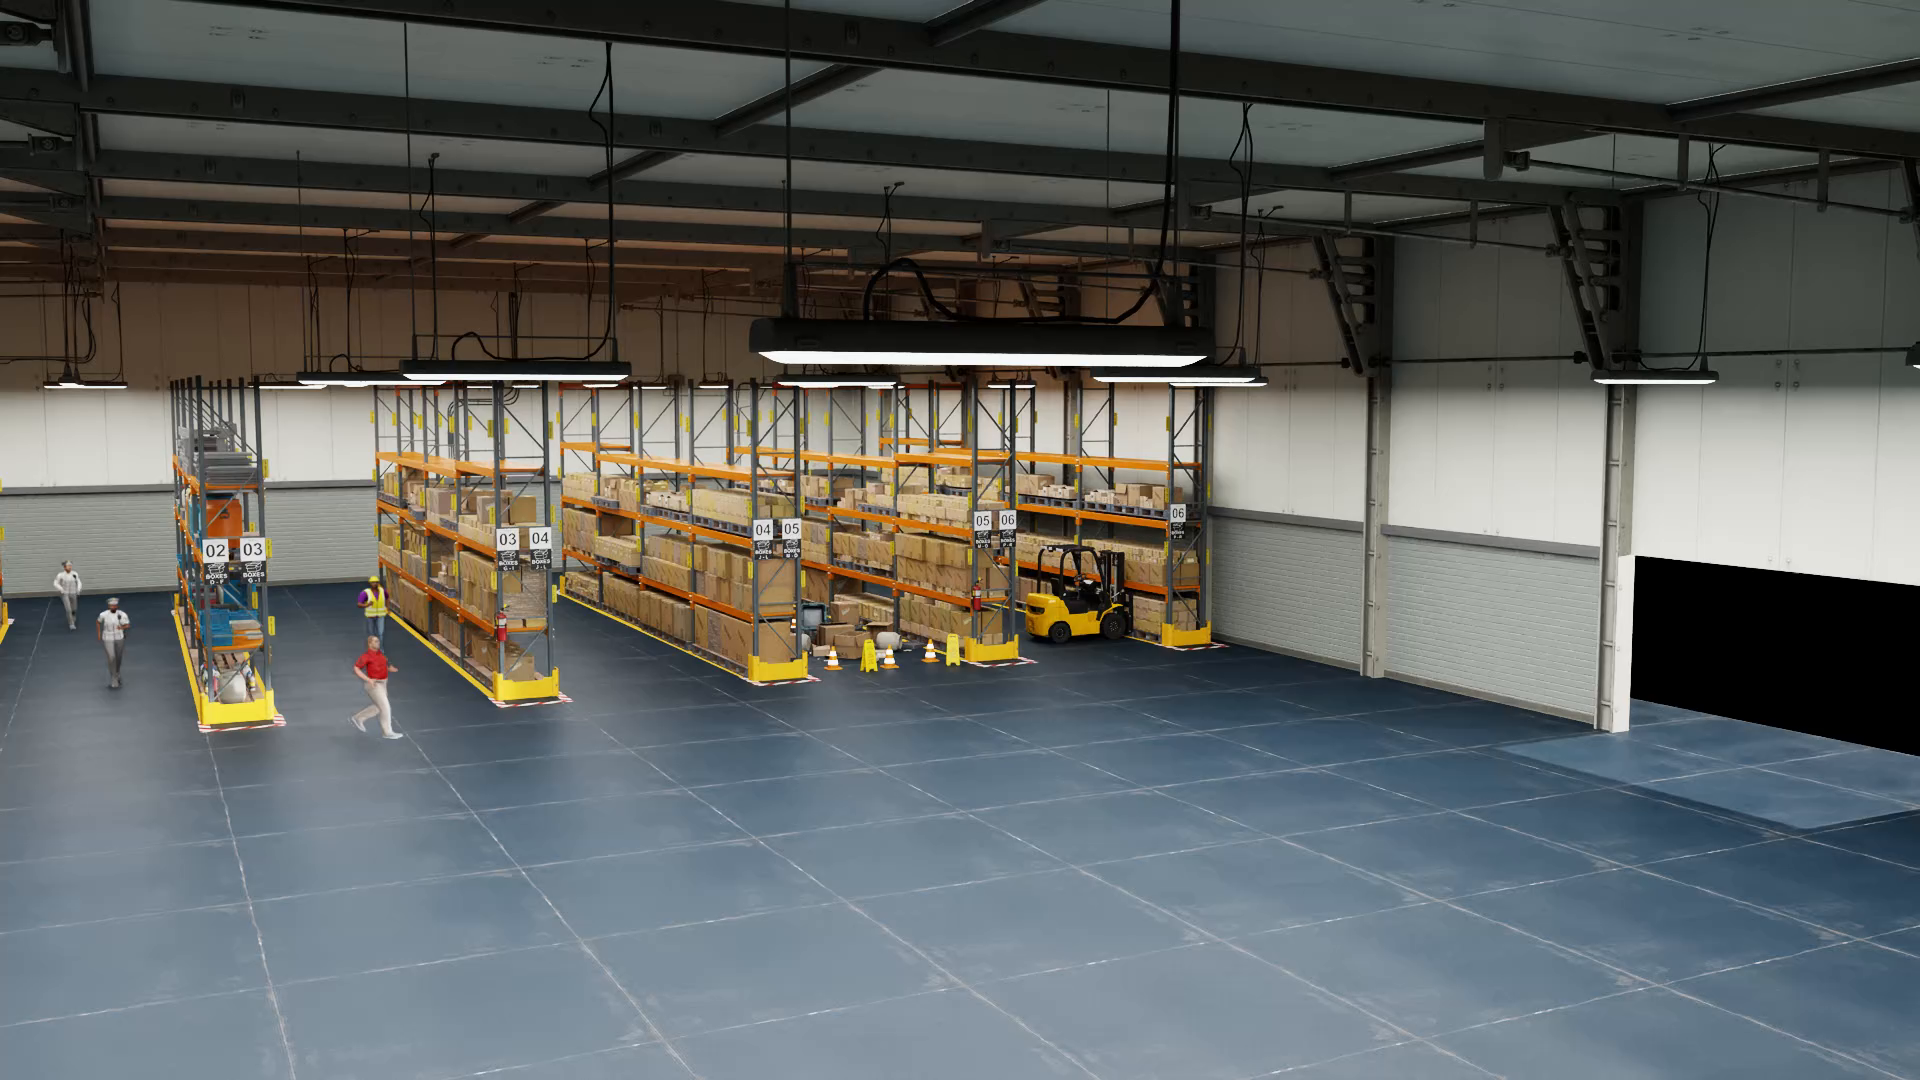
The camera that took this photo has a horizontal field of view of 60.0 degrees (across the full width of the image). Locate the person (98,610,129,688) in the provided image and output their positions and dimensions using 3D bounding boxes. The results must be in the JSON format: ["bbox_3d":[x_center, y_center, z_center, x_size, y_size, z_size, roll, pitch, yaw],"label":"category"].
[{"bbox_3d":[-16.547,2.096,32.552,0.510,1.501,0.824,-4,6,-36],"label":"person"}]

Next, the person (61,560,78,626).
[{"bbox_3d":[-21.640,1.283,40.362,0.370,1.599,0.463,-5,7,-42],"label":"person"}]

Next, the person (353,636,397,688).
[{"bbox_3d":[-9.597,1.990,27.429,0.582,0.824,0.675,0,5,5],"label":"person"}]

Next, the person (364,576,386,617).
[{"bbox_3d":[-12.536,1.204,35.627,0.436,0.874,0.352,-3,6,-32],"label":"person"}]
